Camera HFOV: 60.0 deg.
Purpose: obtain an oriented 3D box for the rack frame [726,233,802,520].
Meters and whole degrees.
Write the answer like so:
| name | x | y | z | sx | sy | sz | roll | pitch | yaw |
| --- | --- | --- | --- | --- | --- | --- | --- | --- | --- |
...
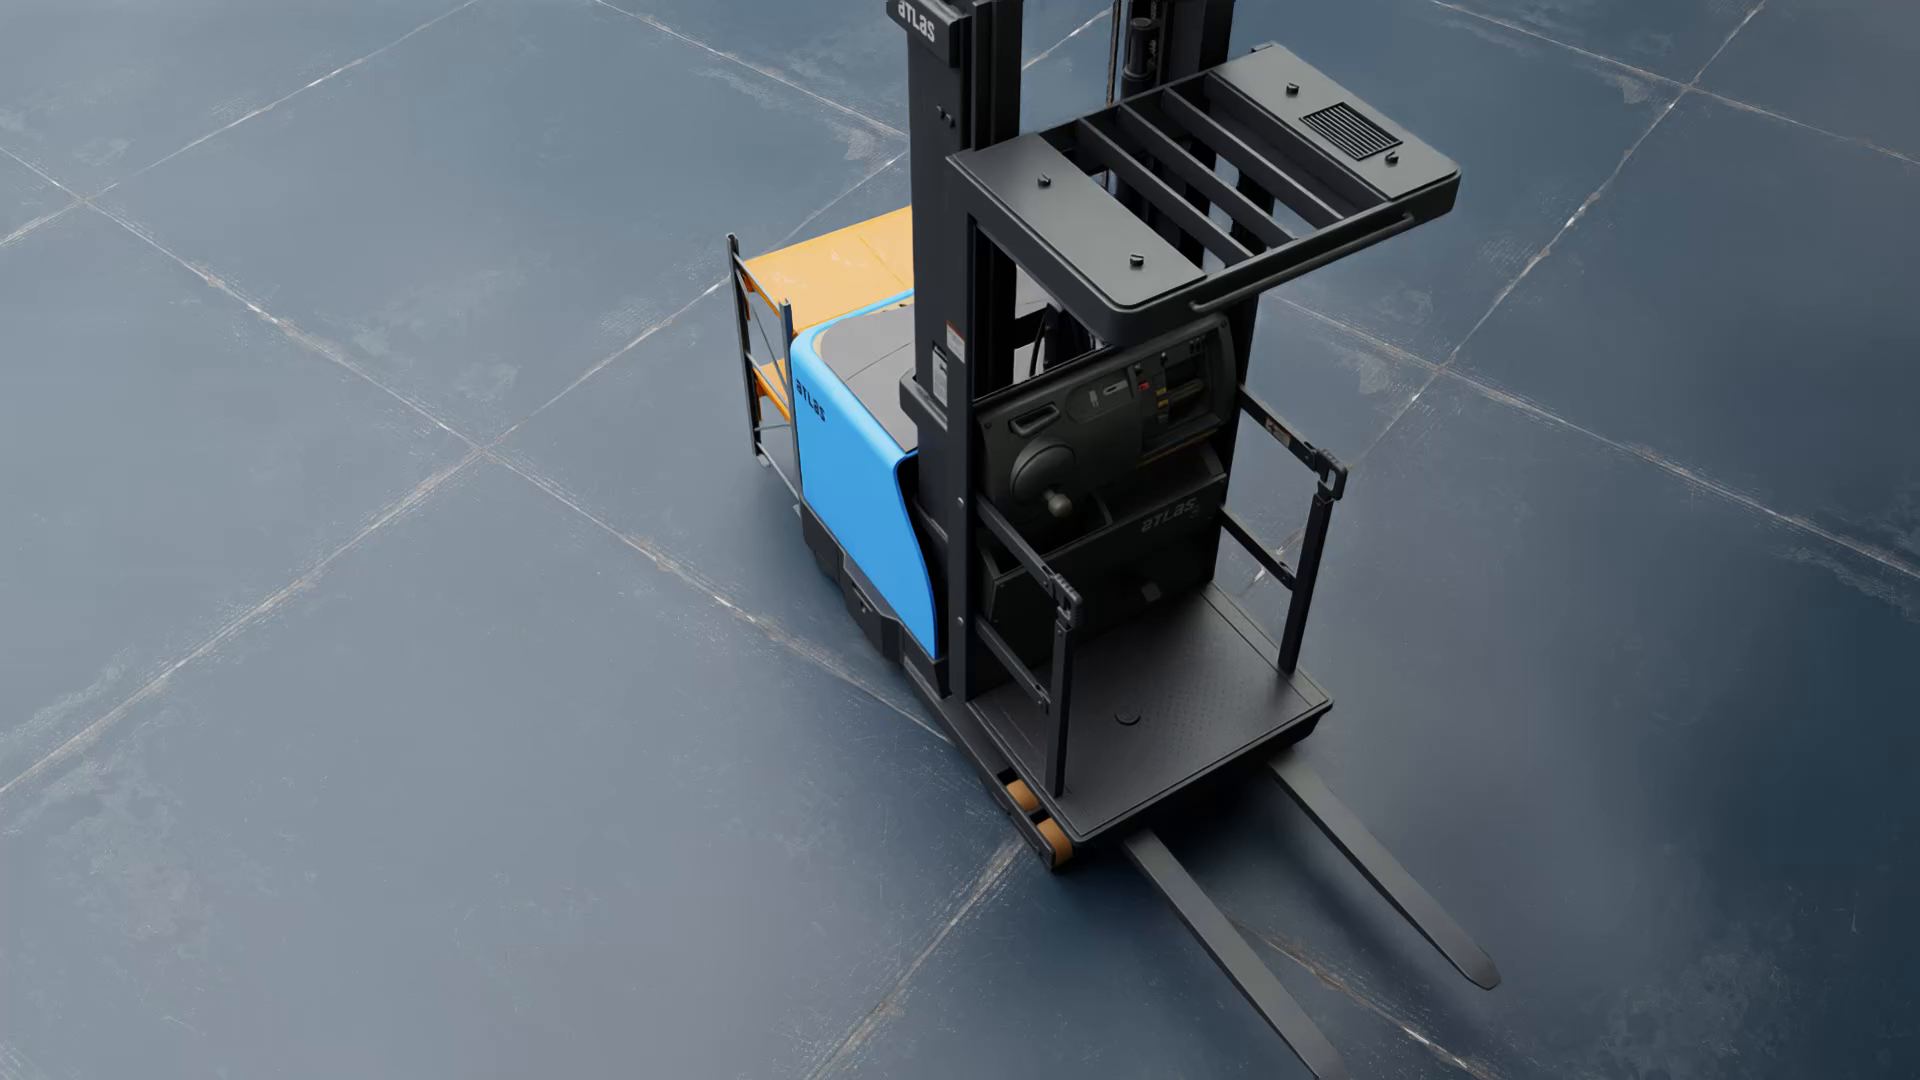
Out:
| name | x | y | z | sx | sy | sz | roll | pitch | yaw |
| --- | --- | --- | --- | --- | --- | --- | --- | --- | --- |
| rack frame | -0.750 | -0.617 | 6.561 | 0.032 | 1.125 | 0.500 | -23 | 50 | -20 |

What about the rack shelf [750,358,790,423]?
| name | x | y | z | sx | sy | sz | roll | pitch | yaw |
| --- | --- | --- | --- | --- | --- | --- | --- | --- | --- |
| rack shelf | -0.311 | -0.634 | 6.916 | 1.000 | 0.278 | 0.538 | -23 | 50 | -20 |

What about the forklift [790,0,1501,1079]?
| name | x | y | z | sx | sy | sz | roll | pitch | yaw |
| --- | --- | --- | --- | --- | --- | --- | --- | --- | --- |
| forklift | 0.583 | -0.291 | 5.001 | 1.130 | 2.935 | 3.031 | -25 | 51 | -22 |

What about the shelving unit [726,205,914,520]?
| name | x | y | z | sx | sy | sz | roll | pitch | yaw |
| --- | --- | --- | --- | --- | --- | --- | --- | --- | --- |
| shelving unit | -0.311 | -0.803 | 6.739 | 1.048 | 1.125 | 0.538 | -23 | 50 | -20 |

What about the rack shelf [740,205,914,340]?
| name | x | y | z | sx | sy | sz | roll | pitch | yaw |
| --- | --- | --- | --- | --- | --- | --- | --- | --- | --- |
| rack shelf | -0.311 | -1.005 | 6.527 | 1.000 | 0.278 | 0.538 | -23 | 50 | -20 |
